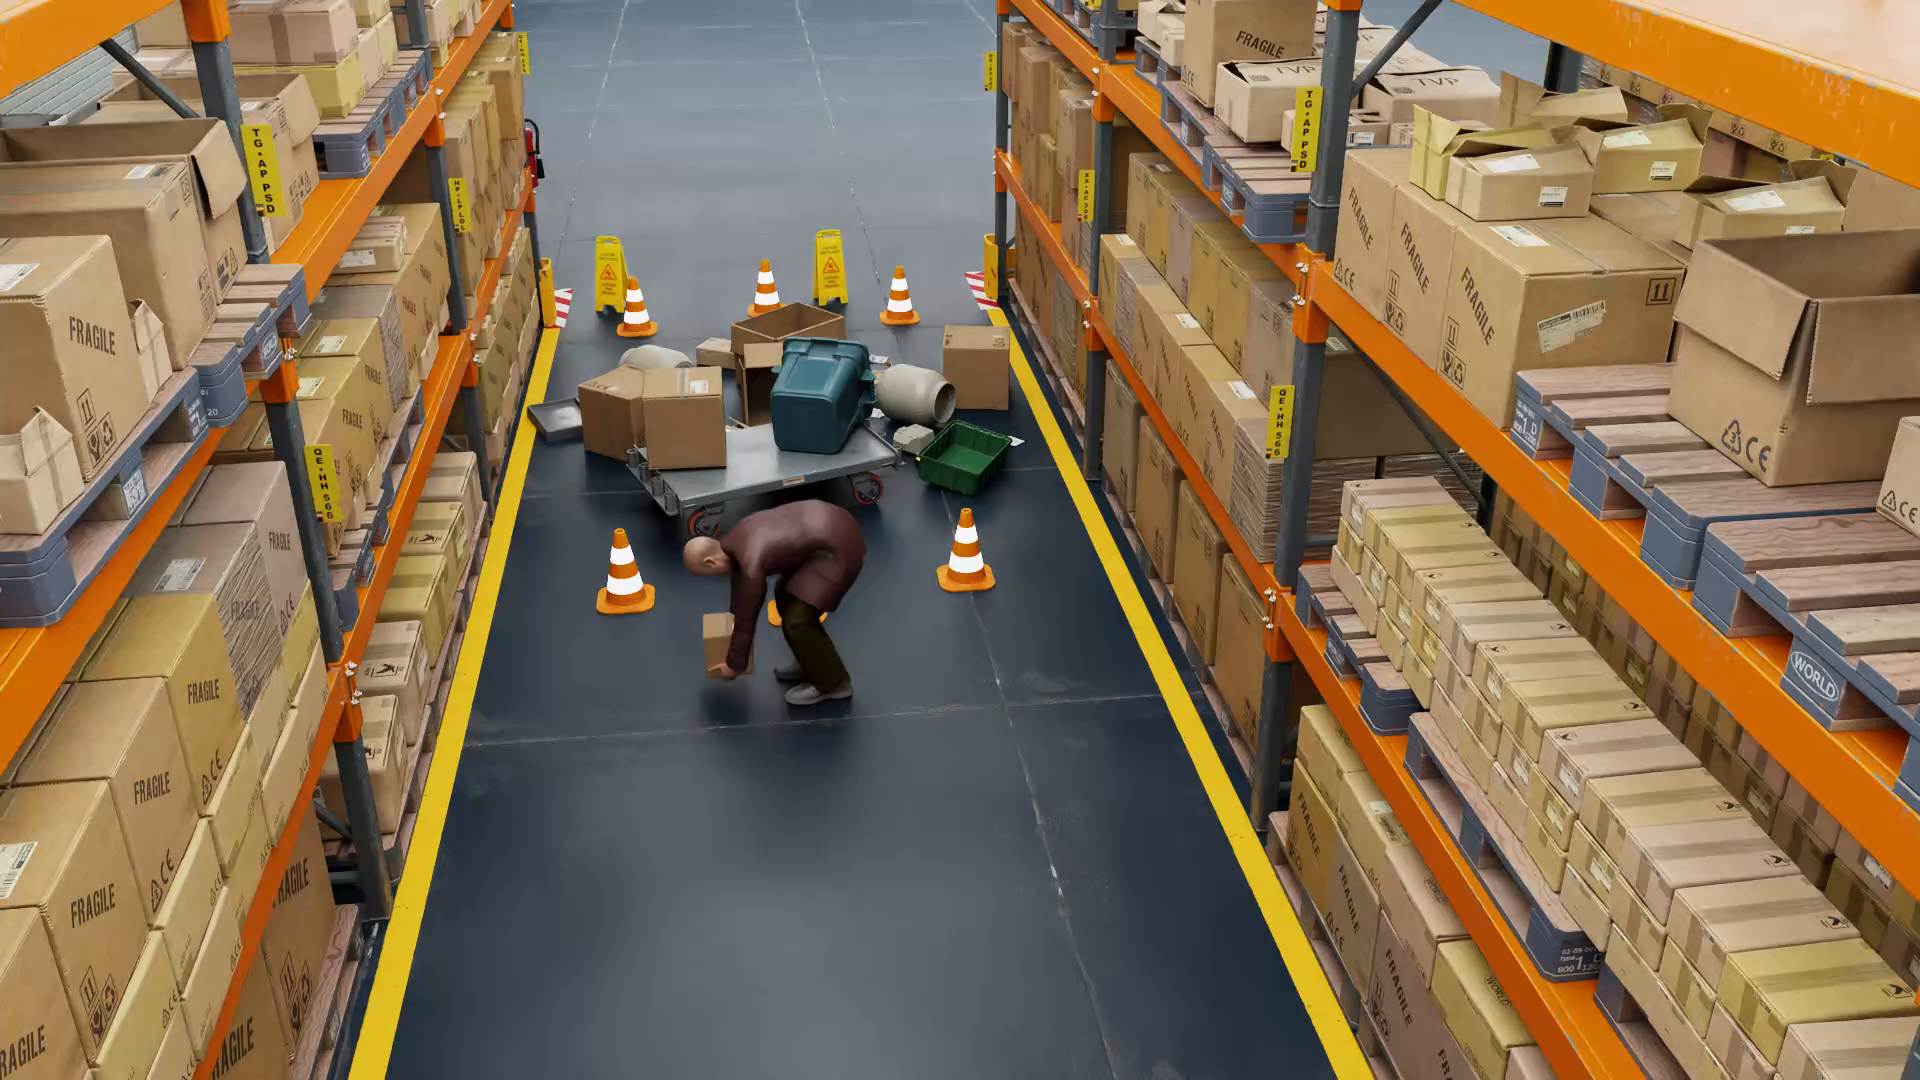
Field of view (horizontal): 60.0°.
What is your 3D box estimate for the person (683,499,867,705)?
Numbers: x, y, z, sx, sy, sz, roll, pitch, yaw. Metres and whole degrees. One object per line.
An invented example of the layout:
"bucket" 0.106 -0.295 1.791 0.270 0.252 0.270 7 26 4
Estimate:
"person" -0.958 0.325 8.763 0.949 1.077 0.577 -5 27 -9
